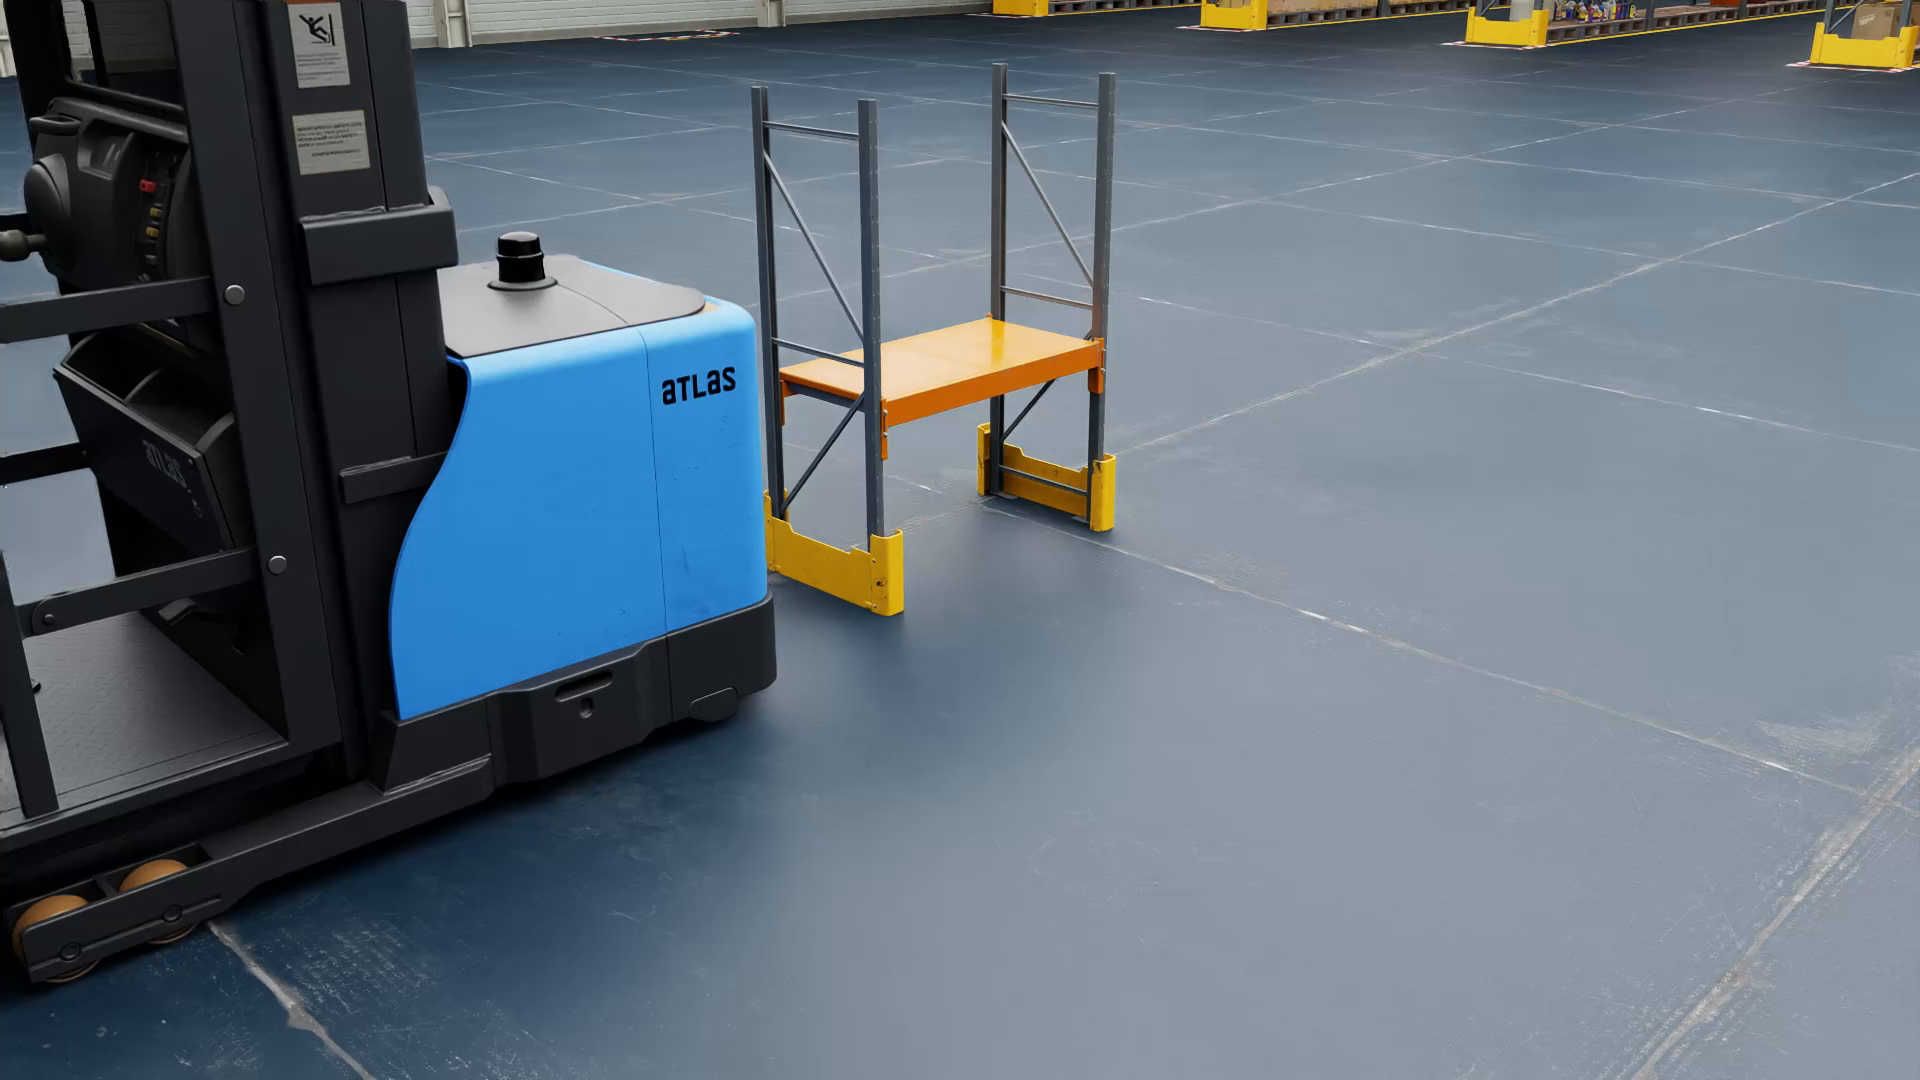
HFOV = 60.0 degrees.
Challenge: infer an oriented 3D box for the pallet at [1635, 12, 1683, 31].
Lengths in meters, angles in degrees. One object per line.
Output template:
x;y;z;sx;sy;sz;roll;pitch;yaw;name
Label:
11.497;-8.791;28.153;1.003;0.211;1.213;19;28;41;pallet

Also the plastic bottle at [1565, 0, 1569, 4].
9.840;-8.634;27.031;0.133;0.283;0.061;-19;28;-40;plastic bottle

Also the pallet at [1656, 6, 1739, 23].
13.199;-9.418;29.784;1.003;0.211;1.213;19;28;41;pallet

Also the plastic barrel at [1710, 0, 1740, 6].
14.097;-10.222;30.429;0.600;0.830;0.708;19;28;41;plastic barrel

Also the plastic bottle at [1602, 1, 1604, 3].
10.284;-8.468;26.597;0.061;0.283;0.133;19;28;41;plastic bottle

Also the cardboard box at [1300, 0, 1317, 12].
5.869;-9.346;28.957;0.500;0.250;0.500;19;28;41;cardboard box

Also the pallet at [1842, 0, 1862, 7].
17.894;-11.150;34.289;1.003;0.211;1.213;19;28;41;pallet

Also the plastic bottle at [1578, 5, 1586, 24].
9.675;-8.173;25.847;0.097;0.271;0.097;0;21;0;plastic bottle

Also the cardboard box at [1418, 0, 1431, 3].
8.607;-10.341;31.545;0.500;0.250;0.500;18;28;39;cardboard box

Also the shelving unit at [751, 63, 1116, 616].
-0.053;-0.680;5.255;0.587;1.500;1.083;19;28;41;shelving unit

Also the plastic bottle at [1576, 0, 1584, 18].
10.102;-8.642;27.067;0.097;0.271;0.097;0;21;0;plastic bottle

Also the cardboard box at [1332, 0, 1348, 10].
6.570;-9.602;29.623;0.500;0.250;0.500;19;28;41;cardboard box

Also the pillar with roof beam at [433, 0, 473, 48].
-4.330;-10.367;20.004;9.100;9.000;0.400;19;28;41;pillar with roof beam

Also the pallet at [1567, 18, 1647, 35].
10.479;-8.417;27.180;1.003;0.211;1.213;19;28;41;pallet

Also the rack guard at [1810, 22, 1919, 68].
11.789;-6.466;21.701;1.175;0.500;0.348;19;28;41;rack guard

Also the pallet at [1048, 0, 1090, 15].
1.734;-10.250;31.949;1.003;0.211;1.213;19;28;41;pallet

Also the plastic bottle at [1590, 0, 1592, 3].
10.312;-8.730;27.280;0.061;0.283;0.133;19;28;41;plastic bottle

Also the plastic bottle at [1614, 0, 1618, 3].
10.631;-8.648;26.974;0.144;0.351;0.185;19;28;41;plastic bottle

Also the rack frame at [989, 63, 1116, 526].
0.295;-0.809;5.588;0.500;1.500;0.032;19;28;41;rack frame

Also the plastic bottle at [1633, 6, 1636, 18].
10.947;-8.609;27.079;0.097;0.201;0.097;0;21;0;plastic bottle

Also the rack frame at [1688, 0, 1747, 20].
13.768;-10.909;29.777;1.000;3.000;0.127;19;28;41;rack frame

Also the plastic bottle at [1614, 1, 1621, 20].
10.517;-8.479;26.627;0.133;0.283;0.061;-18;27;-39;plastic bottle

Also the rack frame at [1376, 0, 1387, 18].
7.431;-11.122;30.330;1.000;3.000;0.127;19;28;41;rack frame

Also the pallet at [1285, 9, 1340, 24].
5.995;-9.311;29.506;1.003;0.211;1.213;19;28;41;pallet

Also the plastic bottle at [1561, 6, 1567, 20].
9.676;-8.452;26.671;0.097;0.201;0.097;0;21;0;plastic bottle

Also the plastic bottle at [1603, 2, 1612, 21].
10.259;-8.404;26.443;0.135;0.276;0.152;-20;28;-41;plastic bottle

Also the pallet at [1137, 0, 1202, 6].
4.421;-11.260;34.575;1.003;0.211;1.213;19;28;41;pallet

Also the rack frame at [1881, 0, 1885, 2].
19.349;-12.966;35.127;1.000;3.000;0.127;19;28;41;rack frame

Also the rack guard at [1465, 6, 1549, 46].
8.206;-7.718;24.957;1.175;0.500;0.348;19;28;41;rack guard

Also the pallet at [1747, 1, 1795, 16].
15.139;-10.133;31.644;1.003;0.211;1.213;19;28;41;pallet

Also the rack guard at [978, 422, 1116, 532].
0.294;-0.225;5.812;0.587;0.250;0.087;19;28;41;rack guard

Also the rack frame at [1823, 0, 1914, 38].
11.736;-7.613;21.201;1.000;3.000;0.127;19;28;41;rack frame

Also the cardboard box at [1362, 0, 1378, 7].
7.264;-9.861;30.295;0.500;0.250;0.500;19;28;41;cardboard box

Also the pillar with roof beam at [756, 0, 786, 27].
-0.144;-11.909;24.017;9.100;9.000;0.400;19;28;41;pillar with roof beam

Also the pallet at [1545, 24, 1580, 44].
8.777;-7.790;25.548;1.003;0.211;1.213;19;28;41;pallet

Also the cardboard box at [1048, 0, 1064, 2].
1.636;-10.438;31.685;0.500;0.311;0.500;15;26;35;cardboard box

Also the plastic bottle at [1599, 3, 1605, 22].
10.125;-8.339;26.279;0.097;0.271;0.097;0;21;0;plastic bottle

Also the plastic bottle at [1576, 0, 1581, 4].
10.117;-8.746;27.229;0.185;0.351;0.144;-19;28;-41;plastic bottle

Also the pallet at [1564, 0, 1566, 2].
12.471;-11.658;35.612;1.003;0.211;1.213;19;28;41;pallet

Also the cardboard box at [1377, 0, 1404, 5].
7.890;-10.076;30.856;0.500;0.250;0.500;18;28;39;cardboard box

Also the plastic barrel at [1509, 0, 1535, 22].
8.591;-8.076;25.288;0.421;0.512;0.421;0;21;0;plastic barrel

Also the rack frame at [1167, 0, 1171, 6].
3.879;-12.361;33.553;1.000;3.000;0.127;19;28;41;rack frame

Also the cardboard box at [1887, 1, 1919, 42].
13.026;-7.117;22.810;0.500;0.500;0.500;-17;27;-37;cardboard box

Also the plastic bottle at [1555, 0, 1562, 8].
9.559;-8.541;26.694;0.185;0.351;0.144;-19;28;-40;plastic bottle

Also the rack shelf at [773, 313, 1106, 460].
-0.060;-0.510;5.313;0.538;0.185;1.000;19;28;41;rack shelf

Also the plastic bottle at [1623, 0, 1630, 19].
10.735;-8.612;26.880;0.144;0.351;0.185;18;28;39;plastic bottle

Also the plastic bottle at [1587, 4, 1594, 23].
9.846;-8.232;25.984;0.133;0.283;0.061;-20;28;-41;plastic bottle

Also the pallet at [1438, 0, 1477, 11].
9.619;-10.647;32.980;1.003;0.211;1.213;19;28;41;pallet

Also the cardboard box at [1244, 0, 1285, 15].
5.174;-9.088;28.286;0.500;0.250;0.500;19;28;41;cardboard box

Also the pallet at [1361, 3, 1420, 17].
7.917;-10.019;31.348;1.003;0.211;1.213;19;28;41;pallet

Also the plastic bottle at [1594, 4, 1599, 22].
9.984;-8.287;26.143;0.097;0.271;0.097;0;21;0;plastic bottle

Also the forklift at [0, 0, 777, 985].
-1.913;-0.703;3.319;3.031;2.935;1.130;-18;28;-39;forklift

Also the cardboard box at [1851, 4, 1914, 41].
12.183;-6.799;21.981;0.500;0.500;0.500;-14;25;-32;cardboard box
